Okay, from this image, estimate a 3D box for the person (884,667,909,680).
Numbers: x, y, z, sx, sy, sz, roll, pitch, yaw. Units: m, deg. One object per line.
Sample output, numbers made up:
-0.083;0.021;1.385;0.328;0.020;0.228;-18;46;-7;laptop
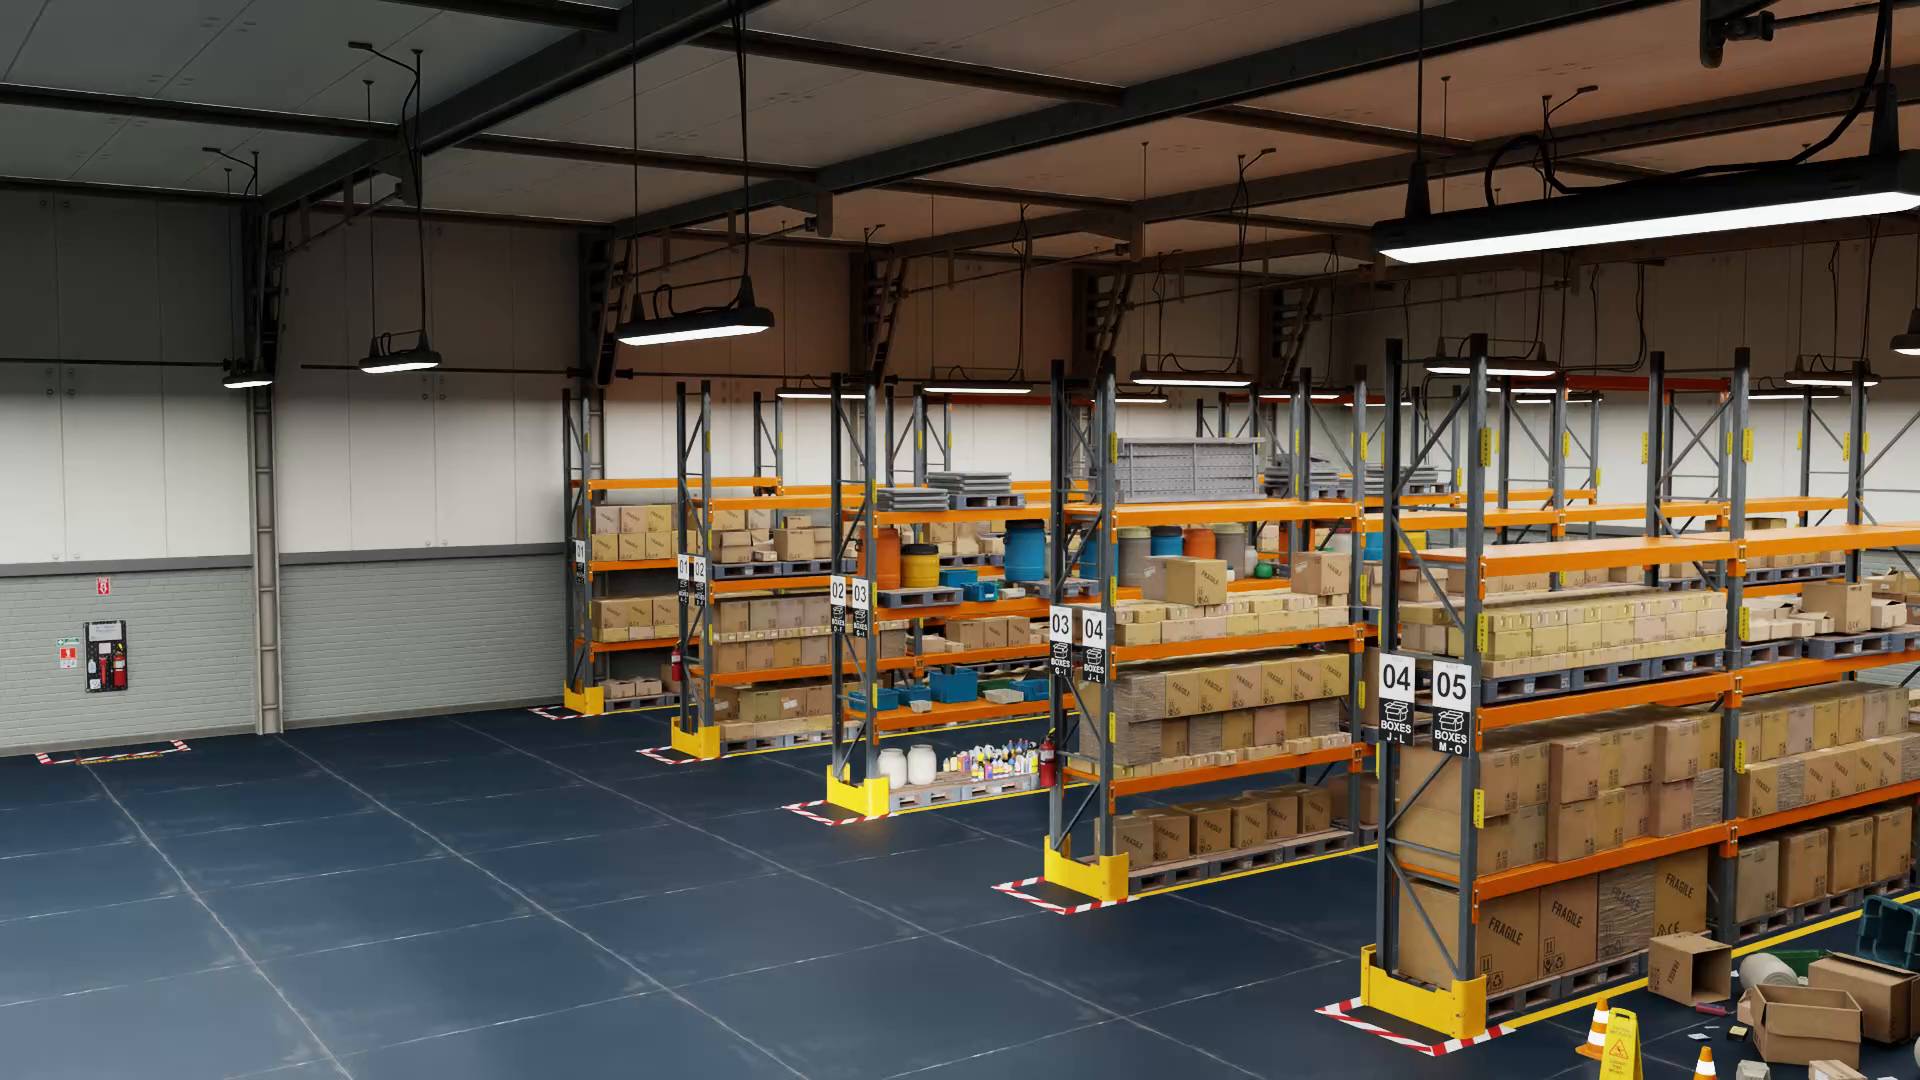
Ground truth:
-1.214;2.351;31.299;0.592;1.677;0.425;0;4;-4;person
